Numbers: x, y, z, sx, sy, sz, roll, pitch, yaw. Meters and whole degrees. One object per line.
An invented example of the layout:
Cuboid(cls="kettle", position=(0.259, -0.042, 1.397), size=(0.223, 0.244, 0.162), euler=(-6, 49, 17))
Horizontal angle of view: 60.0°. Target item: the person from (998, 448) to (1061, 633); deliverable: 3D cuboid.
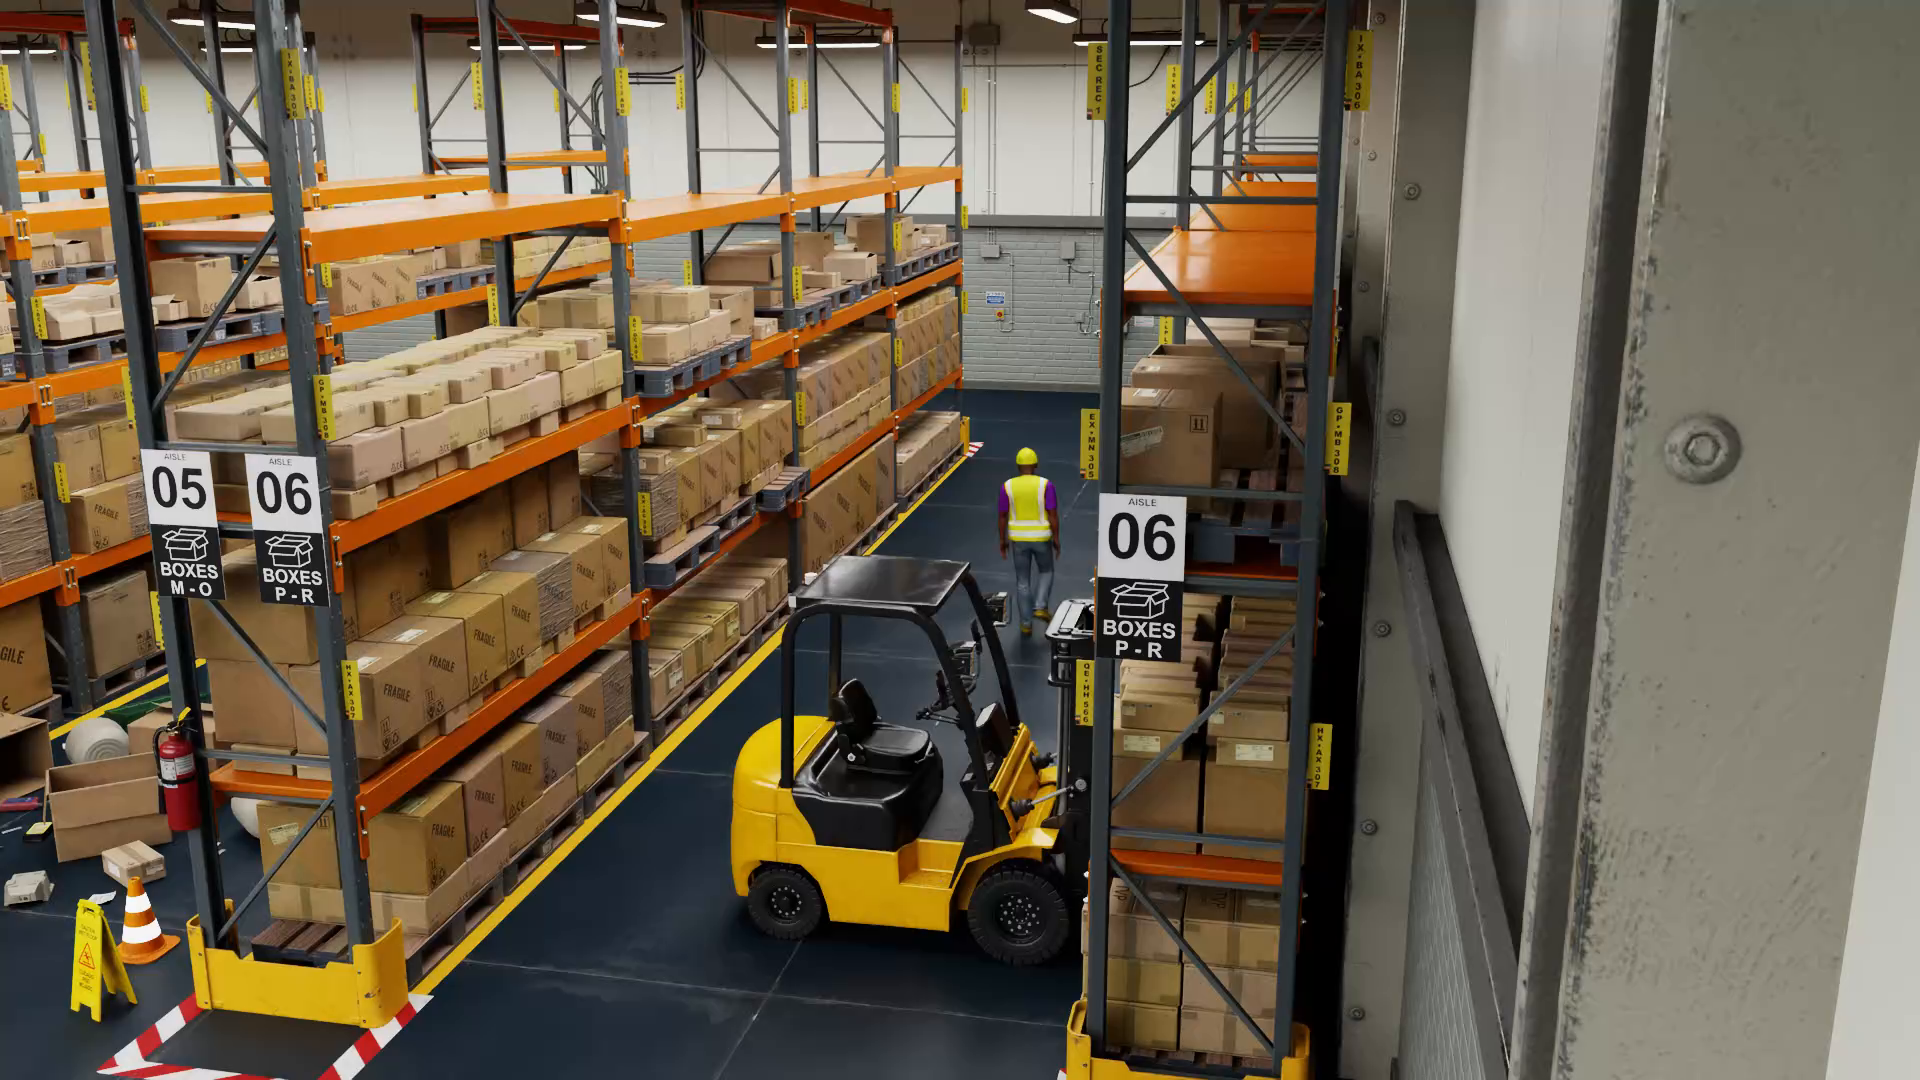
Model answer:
Cuboid(cls="person", position=(0.664, -0.002, 15.918), size=(0.612, 1.752, 0.496), euler=(2, 15, 6))
